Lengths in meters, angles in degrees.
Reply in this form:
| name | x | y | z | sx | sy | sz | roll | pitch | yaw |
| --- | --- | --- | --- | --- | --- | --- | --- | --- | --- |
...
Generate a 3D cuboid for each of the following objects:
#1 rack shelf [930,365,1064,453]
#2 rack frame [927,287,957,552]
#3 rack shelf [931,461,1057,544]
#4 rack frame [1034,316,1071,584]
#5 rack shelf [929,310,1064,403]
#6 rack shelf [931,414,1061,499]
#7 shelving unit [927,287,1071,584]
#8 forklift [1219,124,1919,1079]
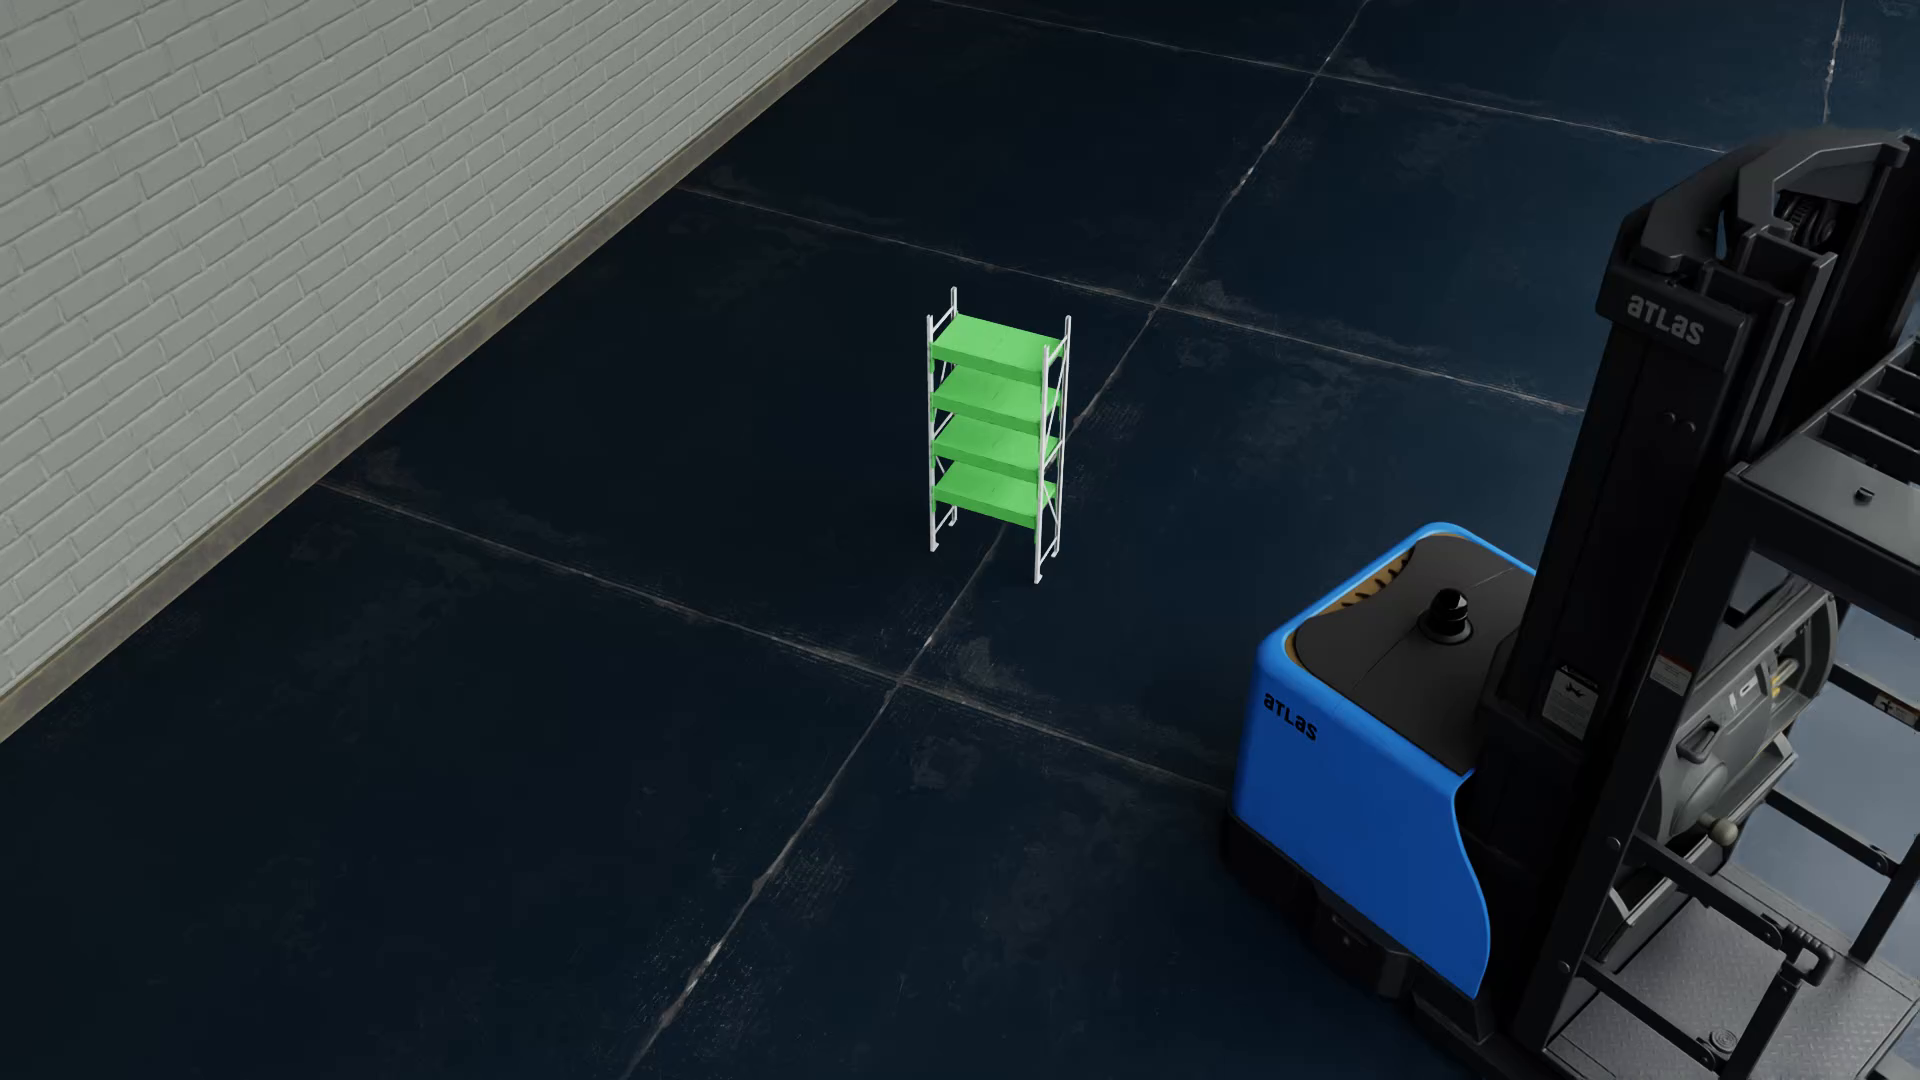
| name | x | y | z | sx | sy | sz | roll | pitch | yaw |
| --- | --- | --- | --- | --- | --- | --- | --- | --- | --- |
| rack shelf | 0.150 | -0.541 | 6.689 | 0.480 | 0.148 | 0.258 | 17 | 44 | 19 |
| rack frame | -0.071 | -0.475 | 6.882 | 0.015 | 1.200 | 0.240 | 17 | 44 | 19 |
| rack shelf | 0.150 | -0.178 | 7.003 | 0.480 | 0.148 | 0.258 | 17 | 44 | 19 |
| rack frame | 0.371 | -0.340 | 6.726 | 0.015 | 1.200 | 0.240 | 17 | 44 | 19 |
| rack shelf | 0.150 | -0.722 | 6.532 | 0.480 | 0.148 | 0.258 | 17 | 44 | 19 |
| rack shelf | 0.150 | -0.359 | 6.846 | 0.480 | 0.148 | 0.258 | 17 | 44 | 19 |
| shelving unit | 0.150 | -0.408 | 6.804 | 0.503 | 1.200 | 0.258 | 17 | 44 | 19 |
| forklift | 2.268 | 0.549 | 4.379 | 1.130 | 2.935 | 3.031 | -30 | 49 | -30 |
